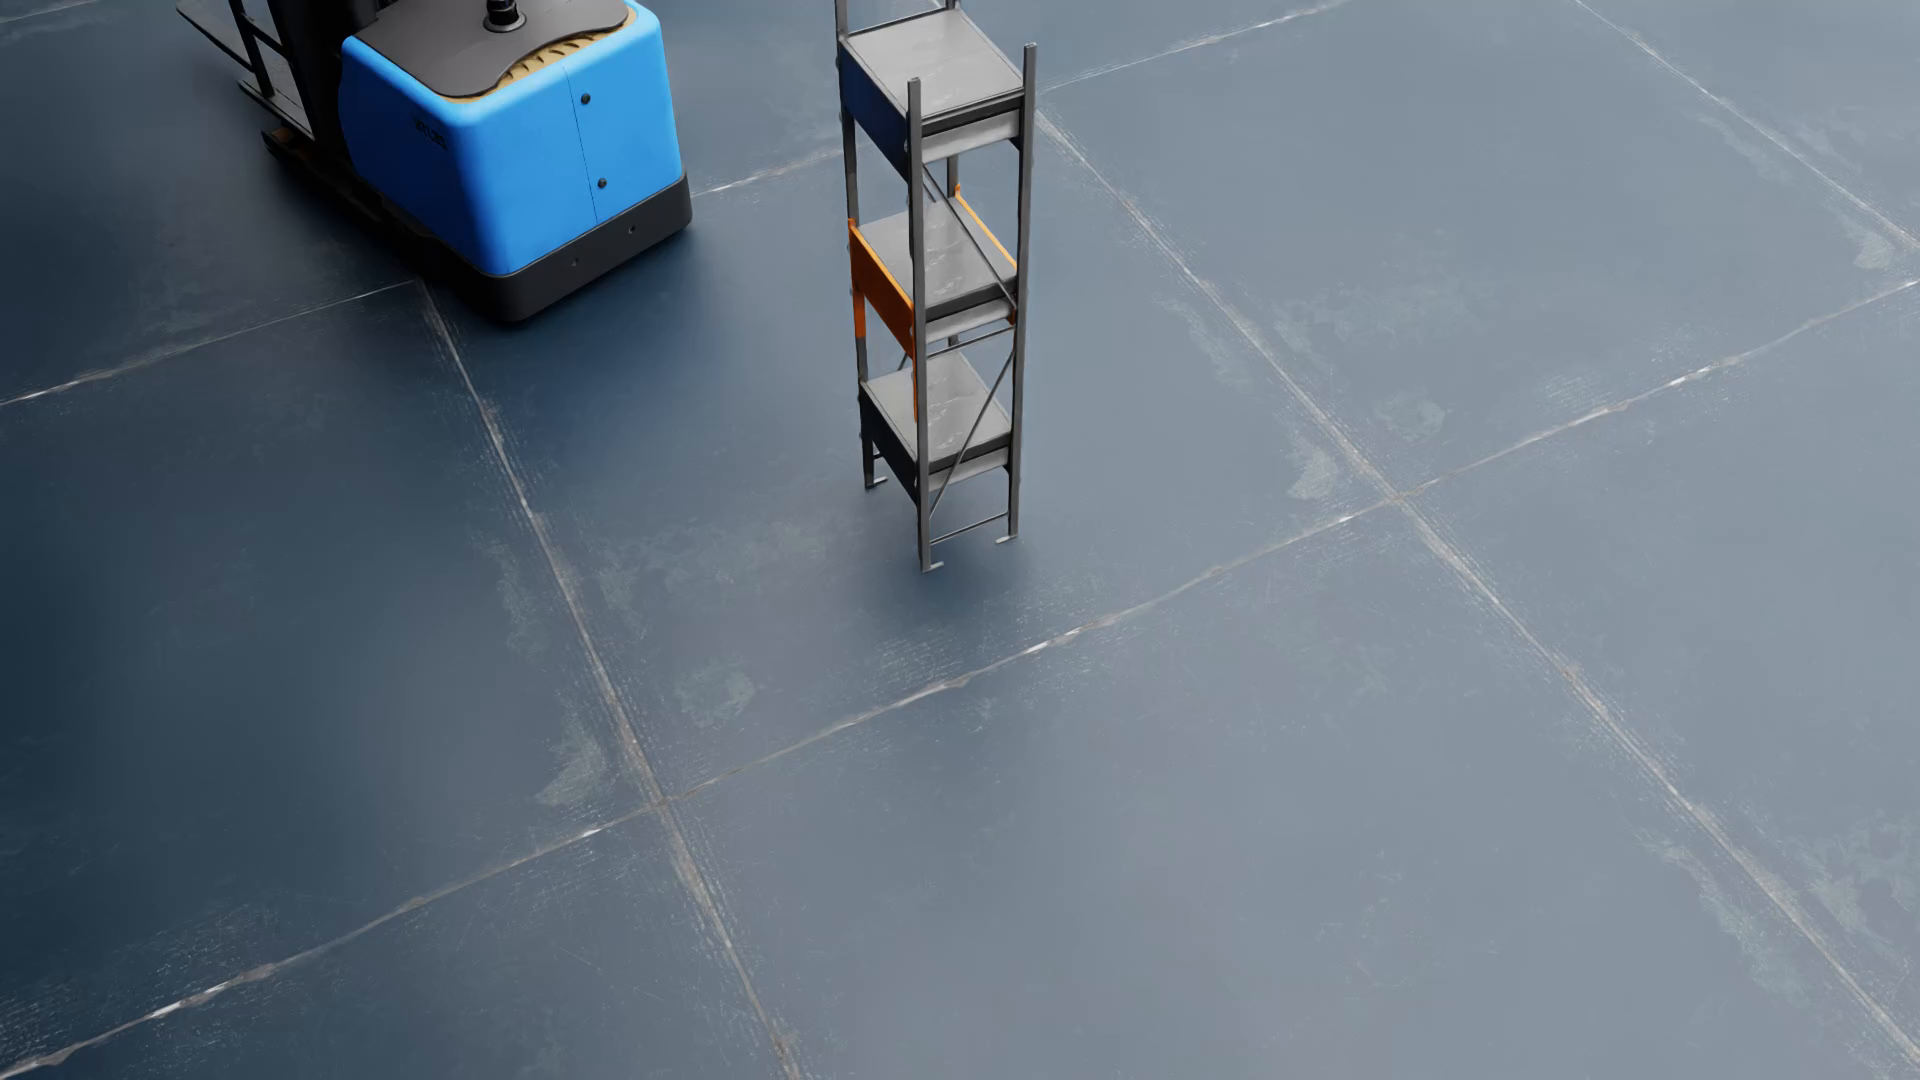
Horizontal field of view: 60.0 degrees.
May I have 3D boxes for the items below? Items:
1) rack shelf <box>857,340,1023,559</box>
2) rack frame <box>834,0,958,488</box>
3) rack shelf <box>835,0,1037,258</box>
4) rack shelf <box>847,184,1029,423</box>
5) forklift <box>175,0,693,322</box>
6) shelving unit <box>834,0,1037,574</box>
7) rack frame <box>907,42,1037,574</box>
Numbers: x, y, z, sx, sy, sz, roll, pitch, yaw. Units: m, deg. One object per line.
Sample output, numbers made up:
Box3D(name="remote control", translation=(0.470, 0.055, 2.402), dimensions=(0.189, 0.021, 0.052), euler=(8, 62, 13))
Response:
Box3D(name="rack shelf", translation=(-0.076, -0.332, 6.094), dimensions=(0.431, 0.518, 0.480), euler=(-21, 52, -18))
Box3D(name="rack frame", translation=(-0.187, -0.965, 5.699), dimensions=(0.400, 2.100, 0.015), euler=(-21, 52, -18))
Box3D(name="rack shelf", translation=(-0.076, -1.254, 5.040), dimensions=(0.431, 0.518, 0.480), euler=(-21, 52, -18))
Box3D(name="rack shelf", translation=(-0.076, -0.793, 5.567), dimensions=(0.431, 0.518, 0.480), euler=(-21, 52, -18))
Box3D(name="forklift", translation=(-2.598, -2.874, 6.817), dimensions=(3.031, 2.935, 1.130), euler=(36, 58, 27))
Box3D(name="shelving unit", translation=(-0.076, -0.802, 5.557), dimensions=(0.431, 2.100, 0.503), euler=(-21, 52, -18))
Box3D(name="rack frame", translation=(0.036, -0.639, 5.414), dimensions=(0.400, 2.100, 0.015), euler=(-21, 52, -18))
